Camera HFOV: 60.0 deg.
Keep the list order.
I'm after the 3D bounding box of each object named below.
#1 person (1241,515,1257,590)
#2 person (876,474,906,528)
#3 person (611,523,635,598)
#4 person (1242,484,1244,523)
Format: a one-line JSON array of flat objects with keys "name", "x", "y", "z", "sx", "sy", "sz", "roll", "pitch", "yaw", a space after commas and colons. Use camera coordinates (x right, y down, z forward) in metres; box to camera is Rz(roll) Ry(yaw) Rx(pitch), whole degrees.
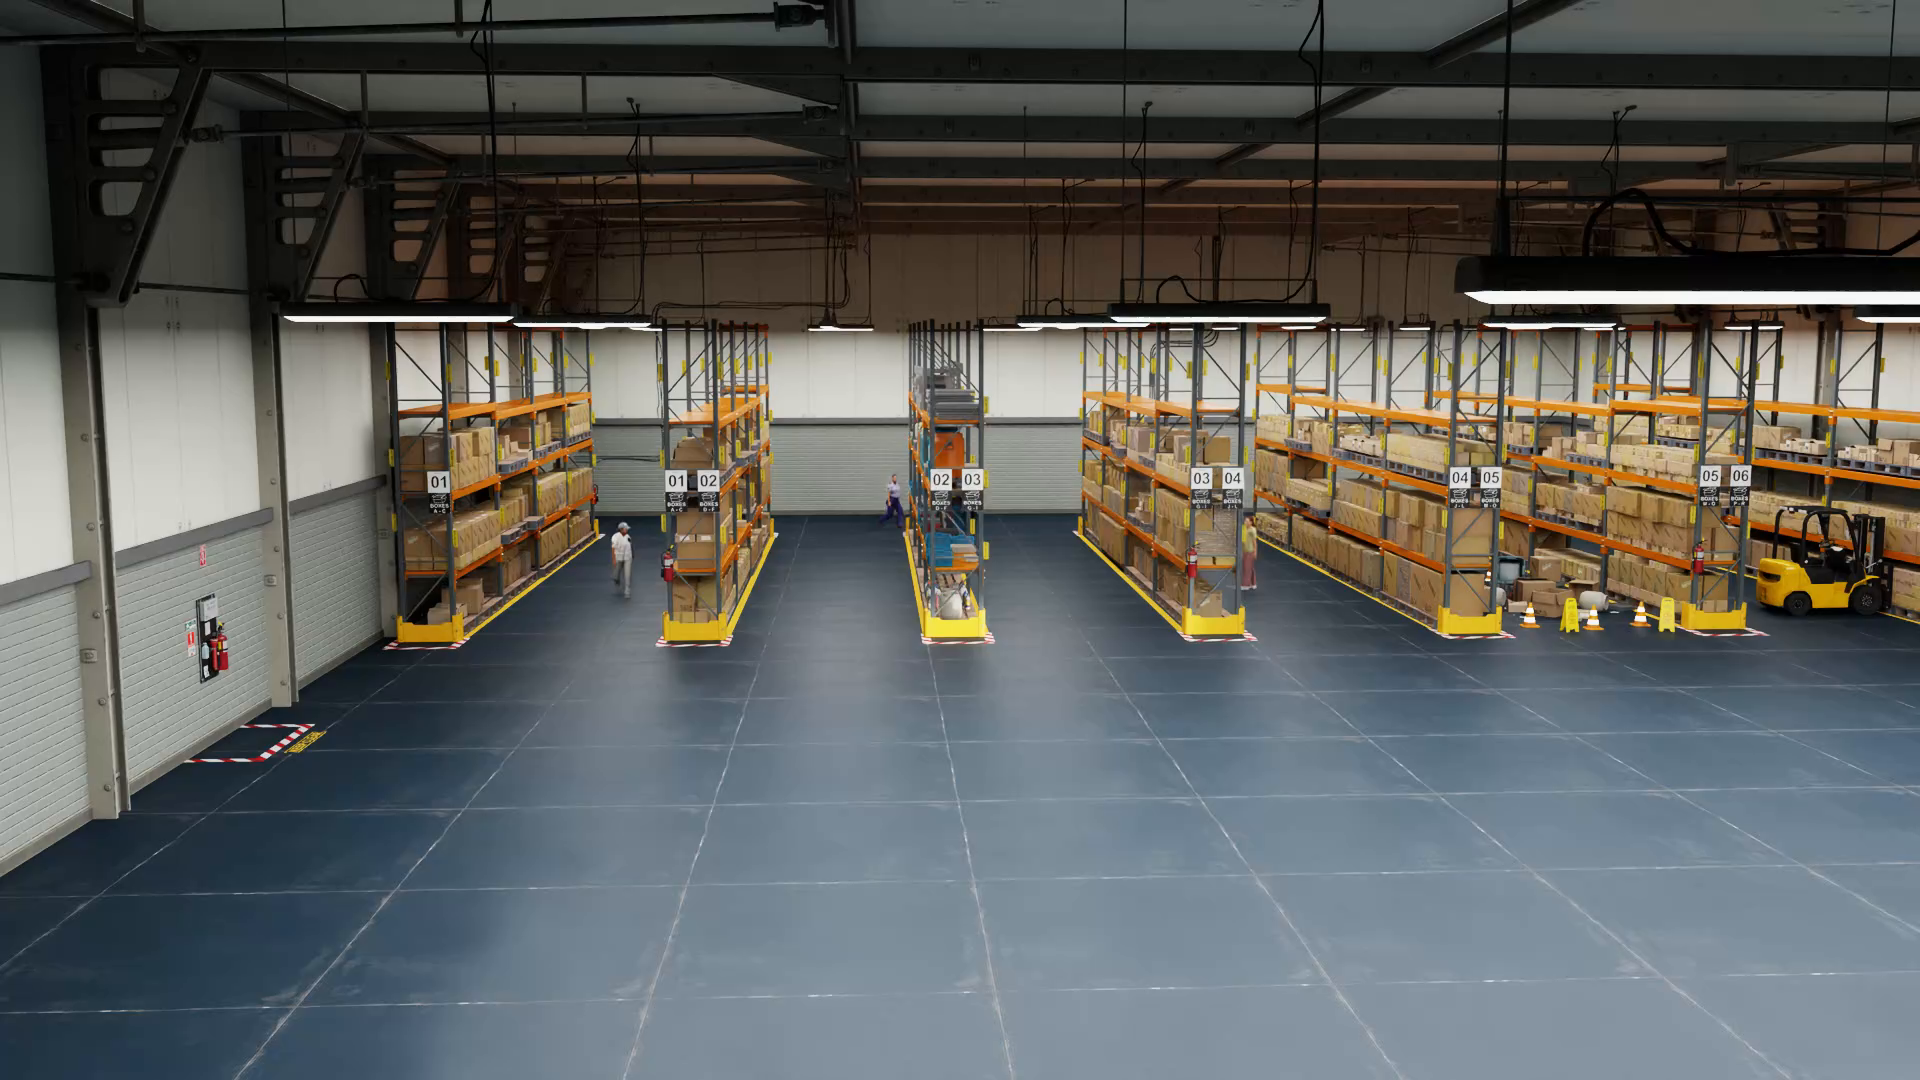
[{"name": "person", "x": 6.464, "y": 0.270, "z": 37.464, "sx": 0.479, "sy": 1.671, "sz": 0.442, "roll": 0, "pitch": 7, "yaw": -3}, {"name": "person", "x": -2.012, "y": -1.146, "z": 49.131, "sx": 0.870, "sy": 1.604, "sz": 0.578, "roll": 2, "pitch": 7, "yaw": 18}, {"name": "person", "x": -7.332, "y": 0.429, "z": 36.244, "sx": 0.481, "sy": 1.632, "sz": 0.646, "roll": -1, "pitch": 7, "yaw": -6}, {"name": "person", "x": 8.150, "y": -1.259, "z": 49.523, "sx": 0.626, "sy": 1.732, "sz": 1.114, "roll": 4, "pitch": 8, "yaw": 28}]
